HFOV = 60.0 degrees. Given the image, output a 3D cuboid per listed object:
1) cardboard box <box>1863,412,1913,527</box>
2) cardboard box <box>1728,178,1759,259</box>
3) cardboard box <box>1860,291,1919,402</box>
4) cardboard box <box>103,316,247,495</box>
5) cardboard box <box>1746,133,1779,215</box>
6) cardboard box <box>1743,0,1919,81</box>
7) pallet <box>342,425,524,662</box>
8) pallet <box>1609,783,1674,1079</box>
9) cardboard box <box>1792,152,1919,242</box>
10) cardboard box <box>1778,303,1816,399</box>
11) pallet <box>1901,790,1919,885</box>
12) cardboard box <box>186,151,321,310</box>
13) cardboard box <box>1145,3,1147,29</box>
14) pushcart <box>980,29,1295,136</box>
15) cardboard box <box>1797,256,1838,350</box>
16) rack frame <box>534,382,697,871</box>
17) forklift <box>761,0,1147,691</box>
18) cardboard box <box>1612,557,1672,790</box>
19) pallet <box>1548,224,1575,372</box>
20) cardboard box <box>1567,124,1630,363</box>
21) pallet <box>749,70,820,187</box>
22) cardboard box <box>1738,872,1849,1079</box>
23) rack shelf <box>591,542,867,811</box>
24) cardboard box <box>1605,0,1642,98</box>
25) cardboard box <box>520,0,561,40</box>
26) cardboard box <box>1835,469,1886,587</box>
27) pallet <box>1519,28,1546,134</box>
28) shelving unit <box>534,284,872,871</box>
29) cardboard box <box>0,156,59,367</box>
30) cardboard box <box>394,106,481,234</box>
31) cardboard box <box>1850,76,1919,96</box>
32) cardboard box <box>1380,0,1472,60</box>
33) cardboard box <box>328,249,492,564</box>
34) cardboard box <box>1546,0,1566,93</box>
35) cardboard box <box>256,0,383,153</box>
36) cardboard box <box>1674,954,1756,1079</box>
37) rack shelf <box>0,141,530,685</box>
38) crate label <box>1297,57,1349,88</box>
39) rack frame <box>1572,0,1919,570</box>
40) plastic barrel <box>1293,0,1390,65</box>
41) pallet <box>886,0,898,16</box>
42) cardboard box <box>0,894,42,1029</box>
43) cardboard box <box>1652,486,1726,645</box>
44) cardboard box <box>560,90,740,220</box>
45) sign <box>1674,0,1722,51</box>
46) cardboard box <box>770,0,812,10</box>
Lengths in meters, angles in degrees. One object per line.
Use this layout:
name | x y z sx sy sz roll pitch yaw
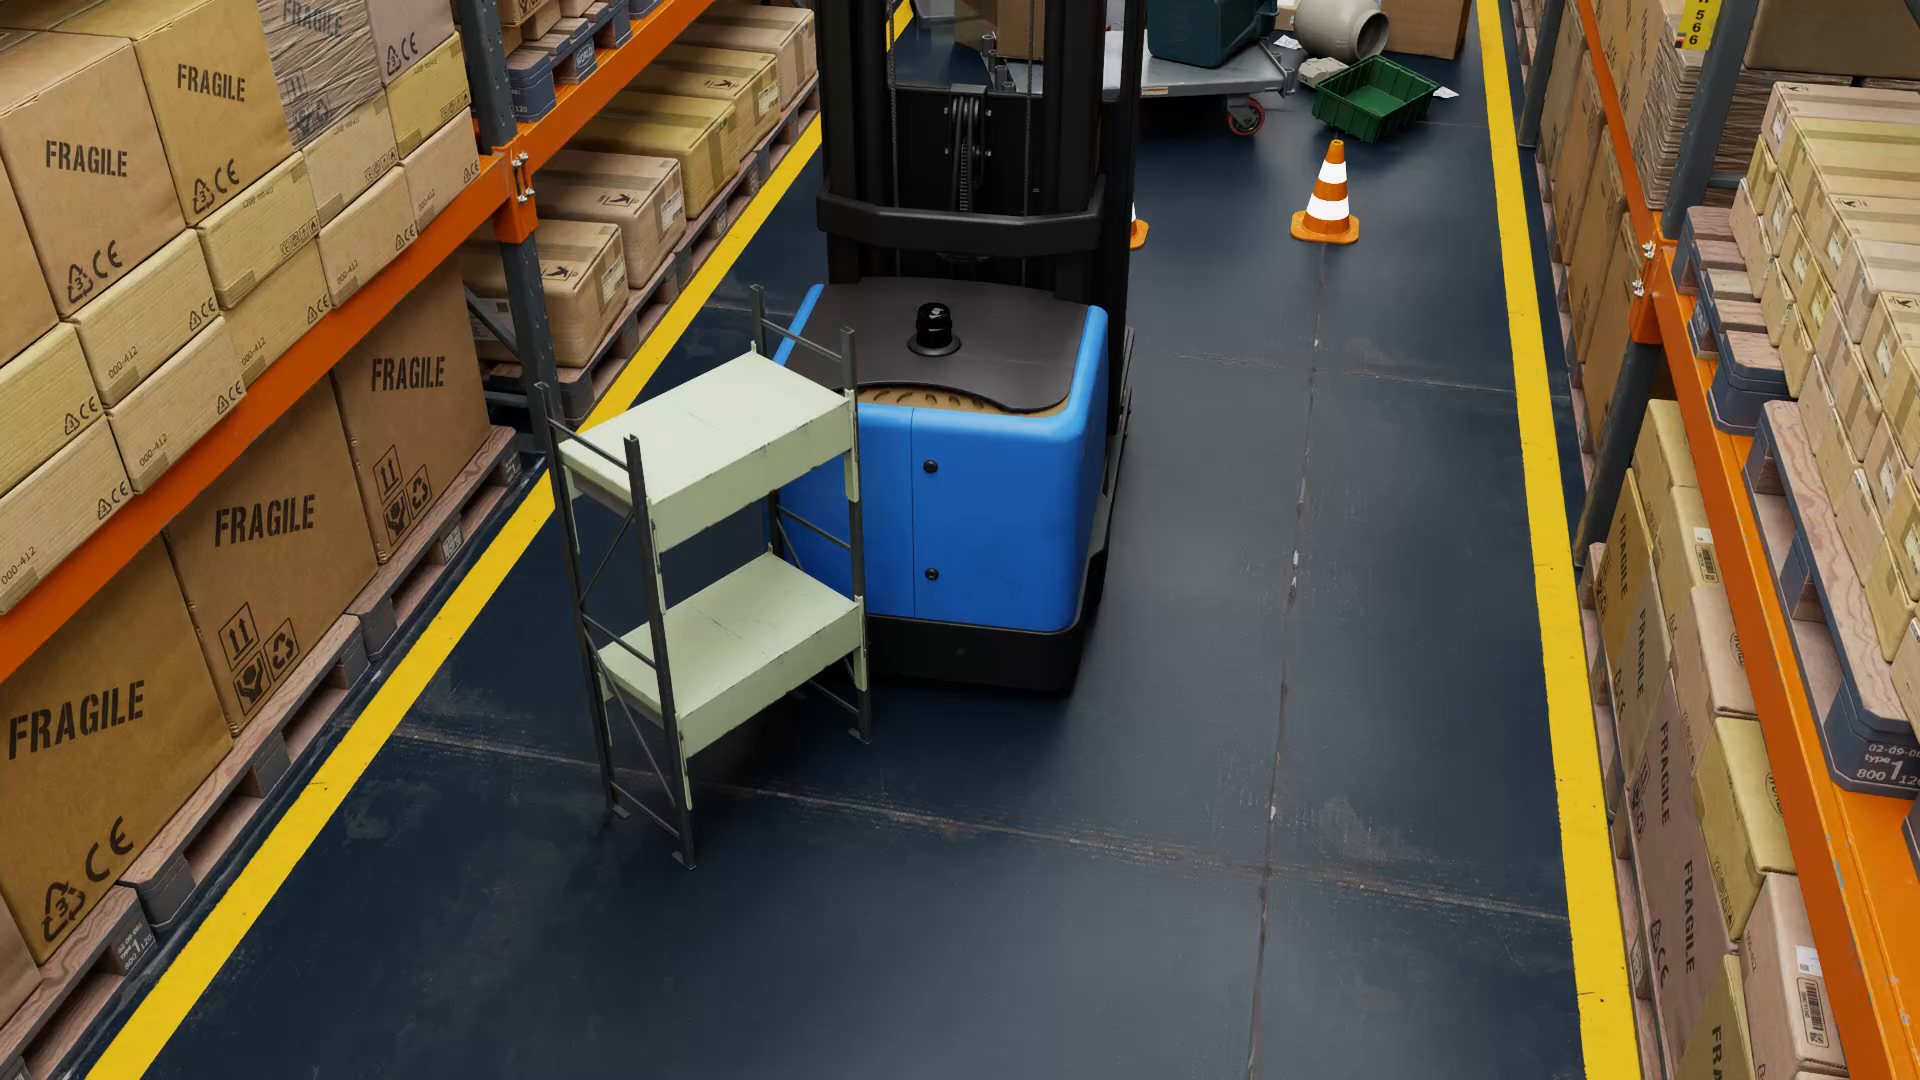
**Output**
cardboard box | 2.130 -0.124 3.468 0.380 0.149 0.250 9 37 12
cardboard box | 2.464 -0.918 4.817 0.380 0.149 0.250 7 36 9
cardboard box | 2.189 -0.396 3.589 0.380 0.149 0.250 8 37 11
cardboard box | -2.254 -0.383 4.350 0.500 0.250 0.500 7 36 9
cardboard box | 2.457 -1.018 4.701 0.380 0.149 0.250 9 37 12
cardboard box | 2.862 -1.782 5.216 0.700 0.500 0.500 7 37 10
pallet | -2.343 -0.072 6.169 1.003 0.211 1.213 7 37 10
pallet | 2.325 1.193 4.424 1.003 0.211 1.213 7 37 10
cardboard box | 2.357 -0.855 4.223 0.380 0.149 0.250 7 37 10
cardboard box | 2.293 -0.455 4.177 0.380 0.149 0.250 9 37 12
pallet | 2.207 0.870 2.657 1.003 0.211 1.213 7 37 10
cardboard box | -2.151 -0.885 4.617 0.500 0.250 0.500 6 36 9
cardboard box | 1.514 -3.412 10.414 0.797 0.637 0.503 7 37 10
pushcart | 0.991 -2.618 9.540 1.648 0.377 0.936 -5 36 -6
cardboard box | 2.294 -0.564 4.075 0.380 0.149 0.250 7 37 10
rack frame | -0.933 0.286 4.578 0.400 1.500 0.023 28 45 33
forklift | 0.105 -1.551 5.893 1.130 2.935 3.031 6 36 8
cardboard box | 2.252 0.423 4.882 0.500 0.500 0.500 8 37 11
pallet | 3.261 -1.092 7.576 1.003 0.211 1.213 7 37 10
cardboard box | 3.158 -1.179 6.881 1.050 0.750 0.750 8 37 11
pallet | -1.411 -2.361 9.328 1.003 0.211 1.213 7 37 10
cardboard box | 1.937 0.999 3.449 0.500 0.250 0.500 9 37 12
rack shelf | -0.685 0.392 4.987 0.431 0.370 0.720 28 45 33
cardboard box | 2.805 -1.986 6.348 0.500 0.500 0.500 7 36 9
cardboard box | -1.757 -2.033 6.355 0.380 0.149 0.250 5 36 7
cardboard box | 2.126 -0.009 3.562 0.380 0.149 0.250 6 36 8
pallet | 3.850 -2.671 9.756 1.003 0.211 1.213 7 37 10
shelving unit | -0.685 0.128 4.796 0.431 1.500 0.755 28 45 33
cardboard box | -2.389 -0.594 3.576 0.500 0.500 0.500 6 36 9
cardboard box | -1.955 -1.260 5.561 0.500 0.250 0.500 6 36 8
cardboard box | 3.116 -1.345 5.464 0.500 0.500 0.500 8 37 10
cardboard box | 2.940 -3.382 10.488 0.500 0.500 0.500 14 38 18
cardboard box | -2.330 -0.568 5.930 0.875 0.875 0.875 7 37 10
cardboard box | 3.814 -3.036 9.335 0.875 0.875 0.875 8 37 11
cardboard box | -2.057 -1.464 4.777 0.500 0.500 0.500 8 37 11
cardboard box | 1.924 1.304 3.666 0.500 0.500 0.500 6 36 9
rack shelf | -2.528 -0.206 4.591 1.077 0.370 4.000 7 37 10
crate label | 2.188 -2.799 9.995 0.298 0.136 0.250 -17 39 -22
rack frame | 2.756 -1.081 5.185 1.000 3.000 0.127 7 37 10
plastic barrel | 2.355 -3.174 10.268 0.421 0.421 0.512 -24 42 -30
pallet | -0.879 -3.899 11.449 1.003 0.211 1.213 7 37 10
cardboard box | -2.901 0.975 3.802 0.875 0.875 0.875 8 37 11
cardboard box | 2.264 0.113 4.671 0.500 0.250 0.500 7 37 9
cardboard box | -1.653 -1.930 8.239 0.950 0.372 0.625 8 37 12
sign | 2.214 -1.617 4.939 0.100 0.325 0.005 7 37 10
cardboard box | -0.857 -3.298 10.229 0.500 0.250 0.500 6 36 8
